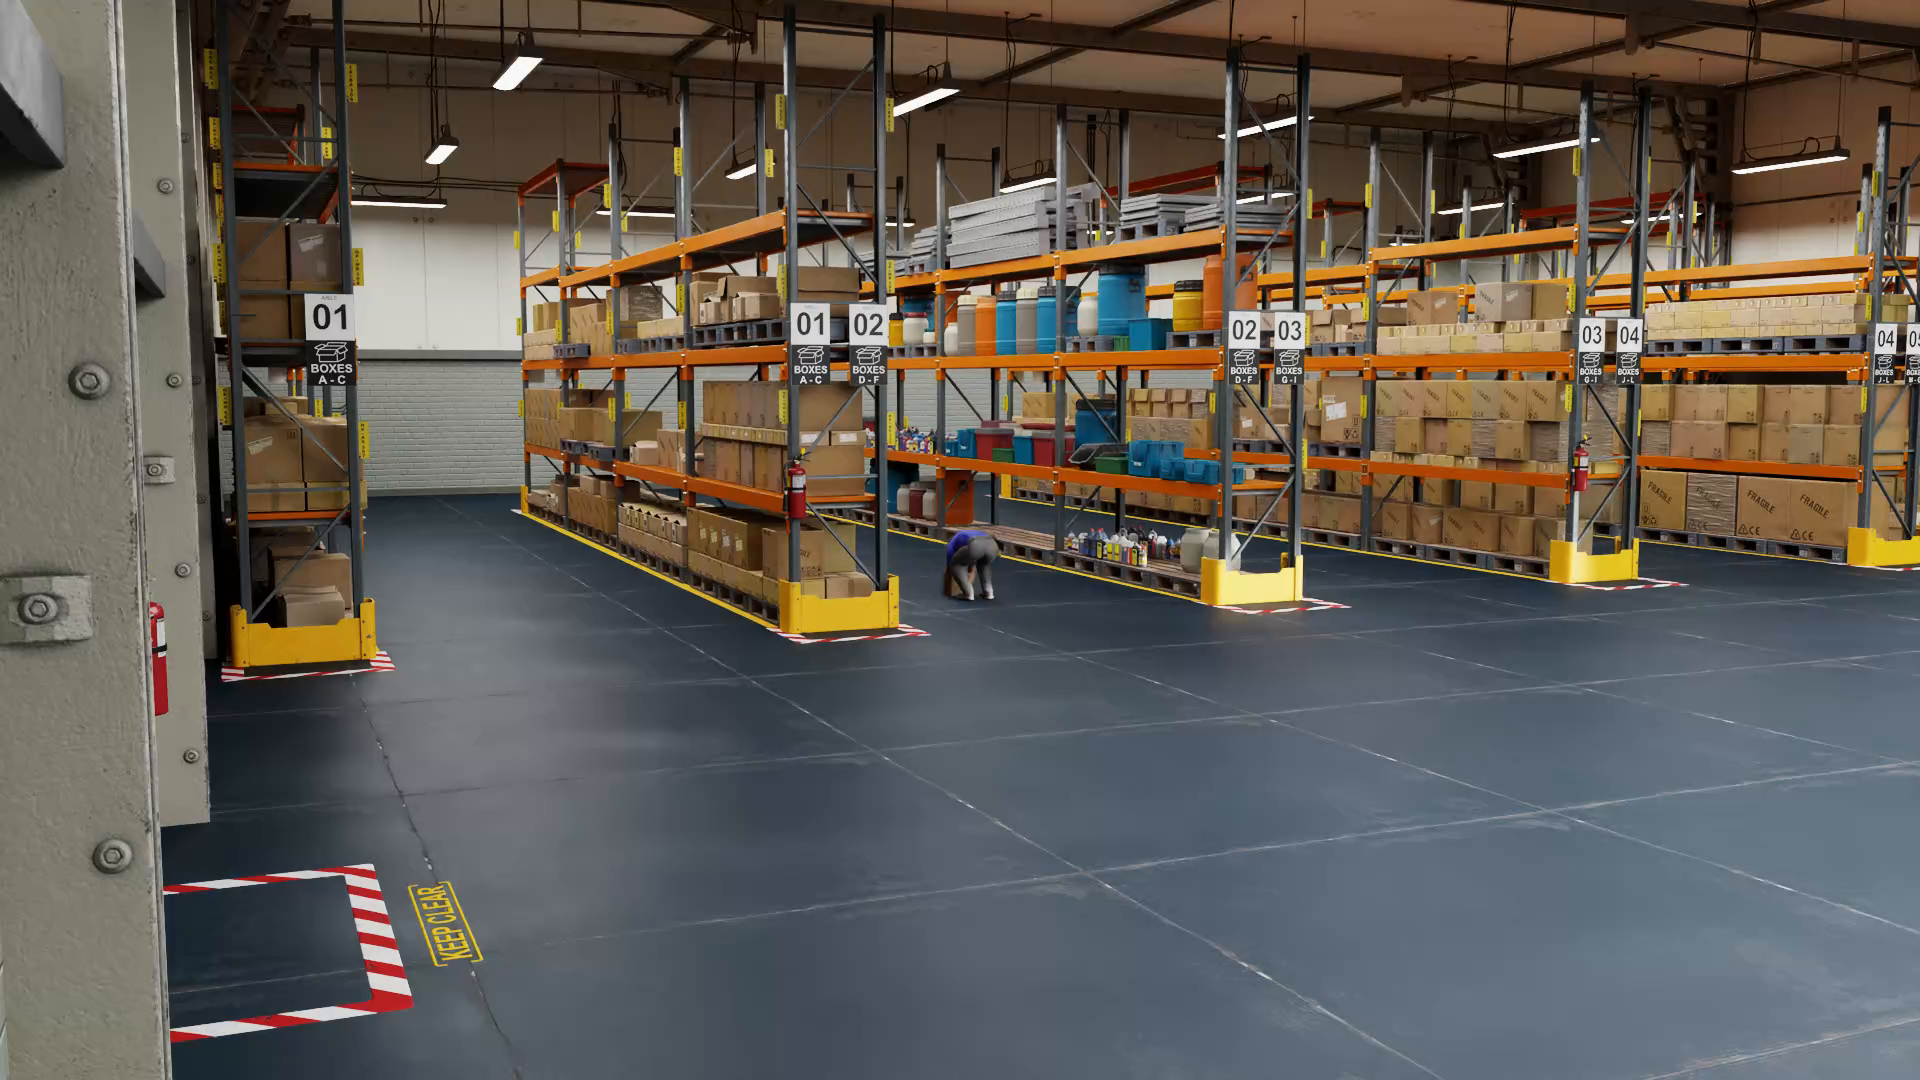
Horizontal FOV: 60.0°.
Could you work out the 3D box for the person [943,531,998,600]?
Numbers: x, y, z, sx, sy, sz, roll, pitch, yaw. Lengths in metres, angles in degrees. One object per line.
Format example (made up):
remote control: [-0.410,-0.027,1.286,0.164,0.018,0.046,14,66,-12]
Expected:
person: [0.106,0.289,18.841,0.470,0.777,0.873,-3,6,-26]
